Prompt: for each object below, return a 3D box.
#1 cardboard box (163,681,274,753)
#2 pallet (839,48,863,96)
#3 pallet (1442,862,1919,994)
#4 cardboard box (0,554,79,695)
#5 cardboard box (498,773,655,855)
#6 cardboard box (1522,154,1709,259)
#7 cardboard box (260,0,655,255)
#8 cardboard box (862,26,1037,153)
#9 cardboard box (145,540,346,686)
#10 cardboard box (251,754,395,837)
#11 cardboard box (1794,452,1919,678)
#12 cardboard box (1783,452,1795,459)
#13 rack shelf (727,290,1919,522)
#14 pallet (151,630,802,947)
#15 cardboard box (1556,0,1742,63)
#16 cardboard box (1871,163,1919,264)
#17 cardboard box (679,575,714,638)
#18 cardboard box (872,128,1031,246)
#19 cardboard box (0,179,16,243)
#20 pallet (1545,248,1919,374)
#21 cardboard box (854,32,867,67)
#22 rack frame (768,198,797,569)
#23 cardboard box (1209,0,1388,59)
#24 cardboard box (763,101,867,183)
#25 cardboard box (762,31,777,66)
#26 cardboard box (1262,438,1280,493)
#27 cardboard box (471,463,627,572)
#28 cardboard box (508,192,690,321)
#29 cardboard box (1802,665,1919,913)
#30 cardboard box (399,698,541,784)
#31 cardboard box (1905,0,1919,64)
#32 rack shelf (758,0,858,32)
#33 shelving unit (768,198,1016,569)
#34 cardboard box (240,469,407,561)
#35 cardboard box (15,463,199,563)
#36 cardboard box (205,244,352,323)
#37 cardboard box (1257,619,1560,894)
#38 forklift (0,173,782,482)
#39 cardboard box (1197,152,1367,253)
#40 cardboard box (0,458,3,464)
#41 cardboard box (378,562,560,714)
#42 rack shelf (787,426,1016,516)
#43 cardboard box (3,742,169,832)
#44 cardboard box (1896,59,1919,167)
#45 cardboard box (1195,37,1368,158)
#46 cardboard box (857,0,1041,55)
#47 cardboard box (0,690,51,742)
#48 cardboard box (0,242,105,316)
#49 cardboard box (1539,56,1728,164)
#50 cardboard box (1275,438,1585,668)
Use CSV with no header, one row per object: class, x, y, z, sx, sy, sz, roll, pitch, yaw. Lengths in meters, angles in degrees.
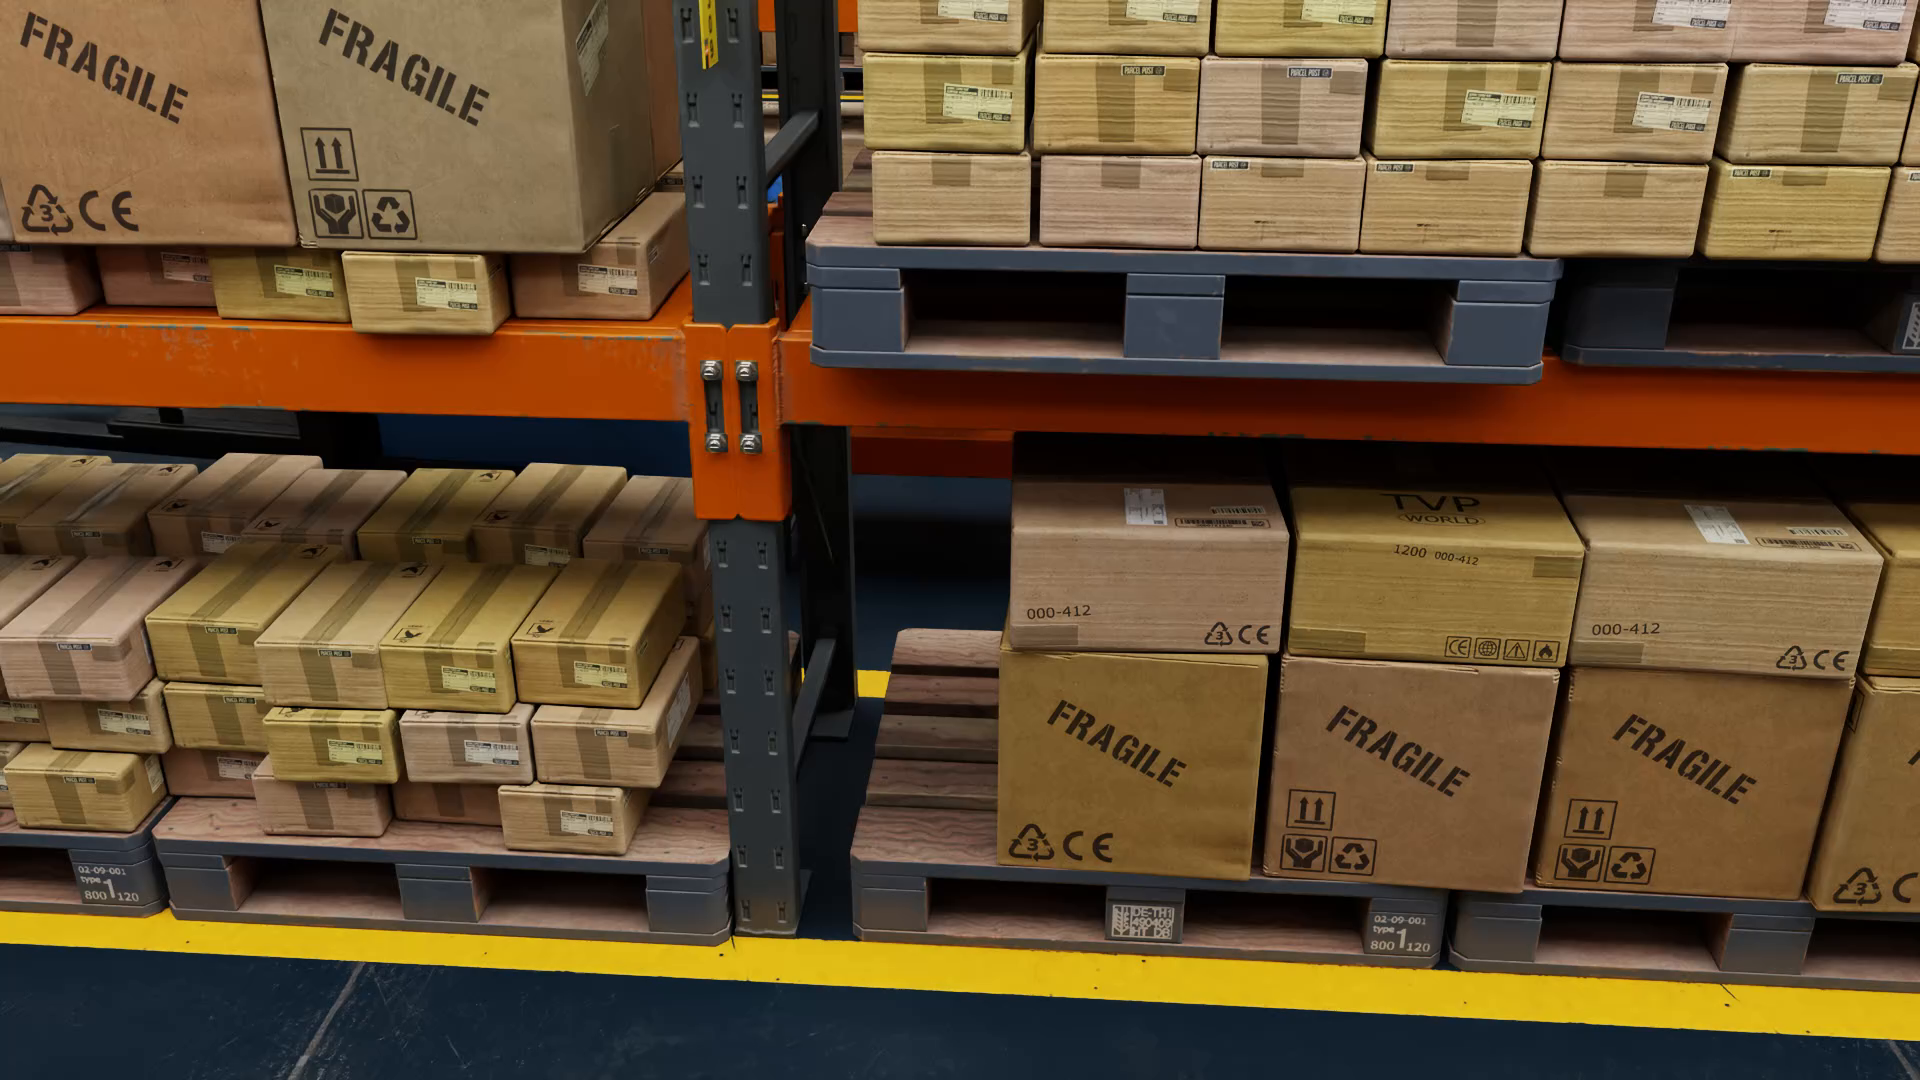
cardboard box,-1.486,0.294,3.576,0.250,0.149,0.380,2,25,4
pallet,-0.396,-3.635,12.898,1.213,0.211,1.003,2,25,4
pallet,1.630,0.585,3.727,1.213,0.211,1.003,2,25,4
cardboard box,-2.047,0.176,3.476,0.250,0.149,0.380,1,25,2
cardboard box,-0.783,0.489,3.506,0.250,0.149,0.380,2,25,5
cardboard box,1.021,-0.584,2.729,0.250,0.149,0.380,1,25,2
cardboard box,-0.870,-0.823,2.974,0.500,0.500,0.500,2,25,4
cardboard box,-0.008,-0.752,2.738,0.250,0.149,0.380,2,25,5
cardboard box,-1.500,0.149,3.533,0.250,0.149,0.380,3,25,6
cardboard box,-1.304,0.465,3.560,0.250,0.149,0.380,1,25,2
cardboard box,1.910,0.041,3.164,0.500,0.250,0.500,2,25,5
cardboard box,1.955,-0.173,3.627,0.500,0.250,0.500,2,25,4
rack shelf,1.628,-0.354,3.290,4.000,0.370,1.077,2,25,4
pallet,-1.038,0.516,3.877,1.213,0.211,1.003,2,25,4
cardboard box,1.029,-0.854,2.605,0.250,0.149,0.380,2,25,4
cardboard box,1.545,-0.568,2.694,0.250,0.149,0.380,1,25,2
cardboard box,-0.703,0.080,4.040,0.250,0.149,0.380,3,25,6
cardboard box,-0.008,-0.617,2.800,0.250,0.149,0.380,1,25,1
cardboard box,-1.883,-0.856,3.047,0.500,0.500,0.500,2,25,4
pallet,1.645,-0.575,3.142,1.213,0.211,1.003,2,25,4
cardboard box,-0.646,-3.735,12.547,0.258,0.266,0.396,3,25,6
rack frame,-0.514,-0.527,5.051,0.032,1.125,0.500,2,25,4
cardboard box,0.525,-0.871,2.641,0.250,0.149,0.380,2,25,4
cardboard box,-0.706,-1.902,8.359,0.875,0.438,0.875,1,25,3
cardboard box,-1.213,-3.927,12.684,0.500,0.500,0.700,1,25,2
cardboard box,0.907,-0.200,3.687,0.500,0.250,0.500,3,25,6
cardboard box,-0.964,-0.041,3.947,0.250,0.149,0.380,3,25,7
cardboard box,-0.669,-0.542,3.140,0.250,0.149,0.380,2,25,3
cardboard box,1.900,0.388,3.306,0.500,0.500,0.500,1,25,2
cardboard box,-0.975,0.344,3.467,0.250,0.149,0.380,1,25,1
cardboard box,1.550,-0.839,2.571,0.250,0.149,0.380,3,25,6
rack shelf,-2.082,-2.548,8.059,4.000,0.370,1.077,2,25,4
shelving unit,-0.007,-0.511,5.015,1.048,1.125,0.538,2,25,4
cardboard box,-1.481,-0.028,3.918,0.250,0.149,0.380,1,25,3
cardboard box,-2.007,-0.044,3.954,0.250,0.149,0.380,1,25,2
cardboard box,-1.196,-0.538,3.131,0.250,0.149,0.380,3,25,6
cardboard box,0.878,0.351,3.387,0.500,0.500,0.500,3,25,6
forklift,-2.096,-1.552,5.116,3.031,2.935,1.130,5,25,11
cardboard box,0.517,-0.601,2.765,0.250,0.149,0.380,2,25,4
cardboard box,-2.513,-0.065,3.999,0.250,0.149,0.380,1,25,2
cardboard box,-0.998,0.195,3.434,0.250,0.149,0.380,2,25,5
rack shelf,-0.007,-0.289,5.118,1.000,0.278,0.538,2,25,4
cardboard box,-1.815,0.456,3.578,0.250,0.149,0.380,2,25,4
cardboard box,1.551,-0.703,2.631,0.250,0.149,0.380,1,25,3
cardboard box,0.507,-0.736,2.704,0.250,0.149,0.380,2,25,5
cardboard box,-0.008,-0.887,2.676,0.250,0.149,0.380,3,25,7
cardboard box,-2.007,0.277,3.613,0.250,0.149,0.380,1,25,1
cardboard box,-1.724,-0.553,3.163,0.250,0.149,0.380,1,25,2
cardboard box,1.036,-0.720,2.670,0.250,0.149,0.380,3,25,6
cardboard box,0.882,0.010,3.232,0.500,0.250,0.500,3,25,5
